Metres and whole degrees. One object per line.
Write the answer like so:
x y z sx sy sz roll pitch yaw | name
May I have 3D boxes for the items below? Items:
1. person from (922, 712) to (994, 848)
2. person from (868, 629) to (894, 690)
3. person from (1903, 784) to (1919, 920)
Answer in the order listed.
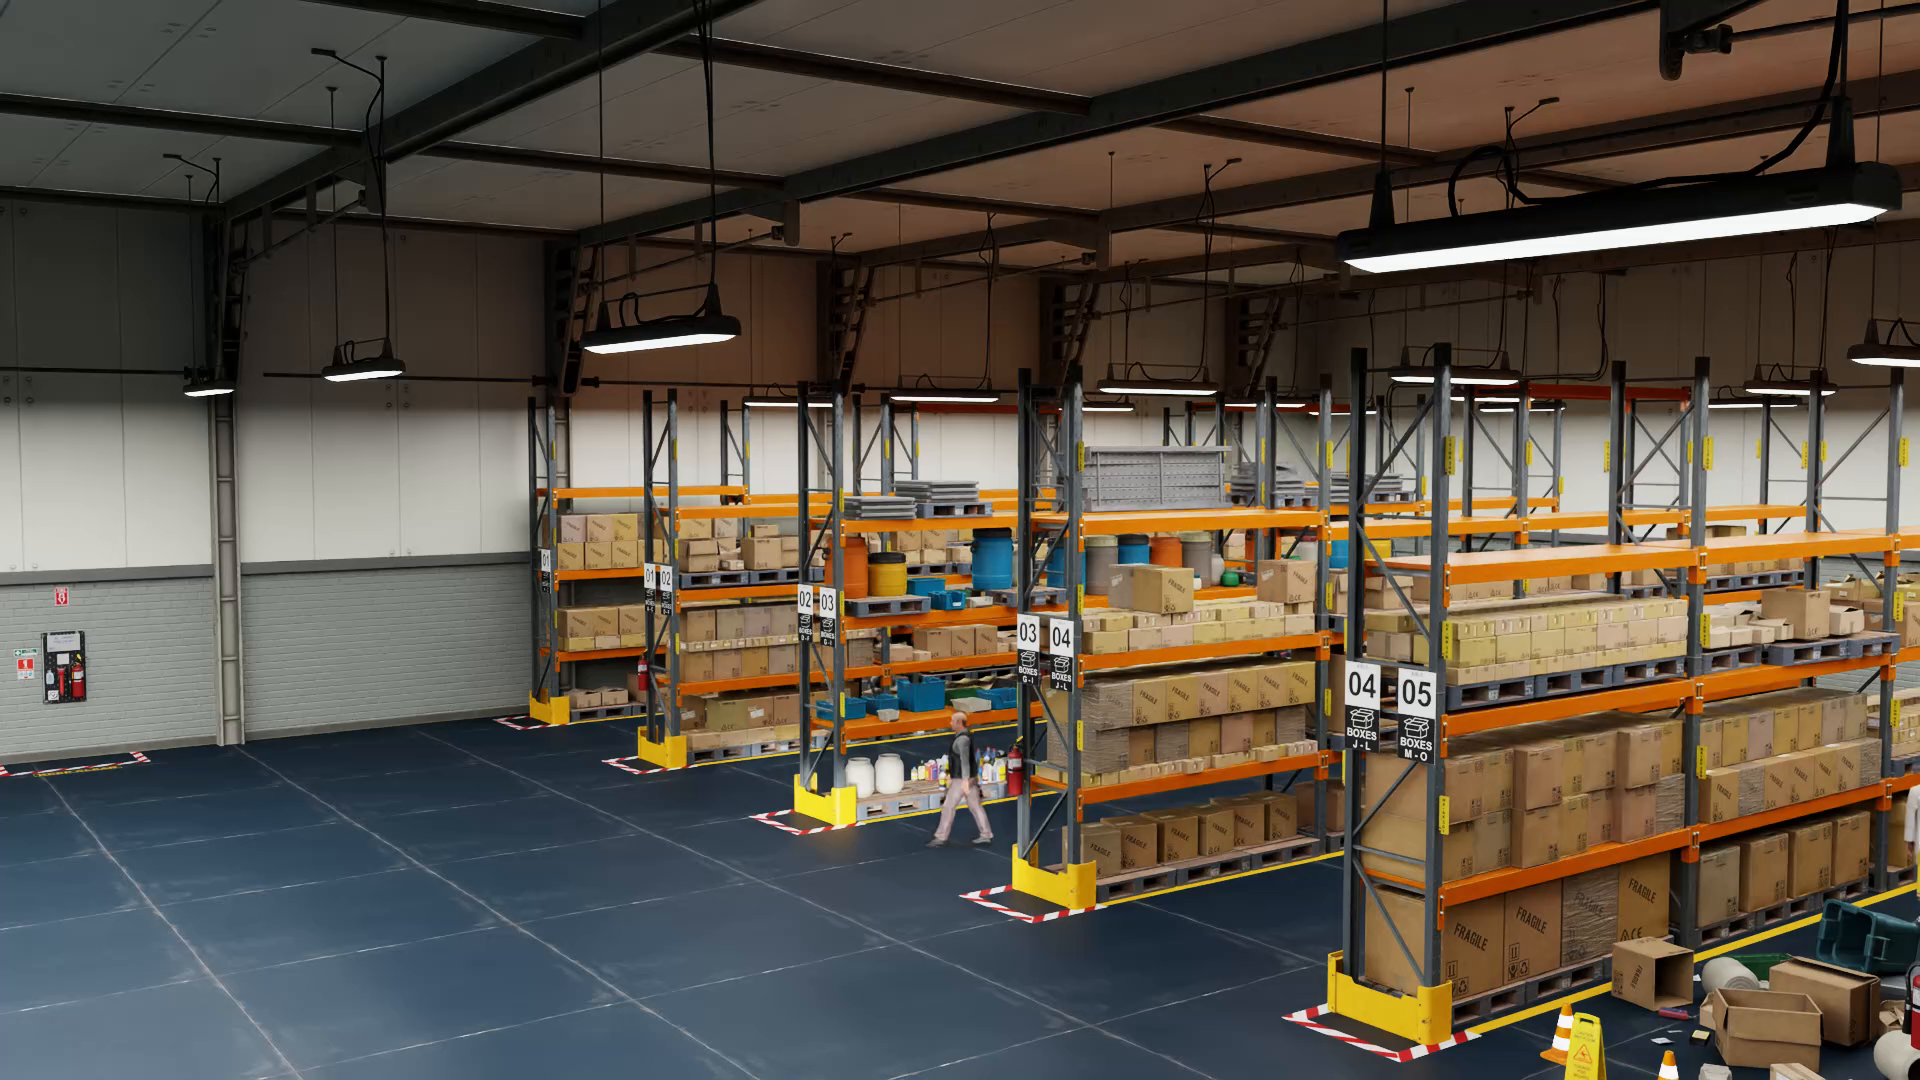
0.000 3.048 21.248 0.863 1.699 0.562 1 3 14 | person
-1.463 2.487 32.042 0.967 1.565 0.478 -2 4 -29 | person
10.333 3.238 17.643 0.610 1.775 0.614 -2 4 -35 | person
